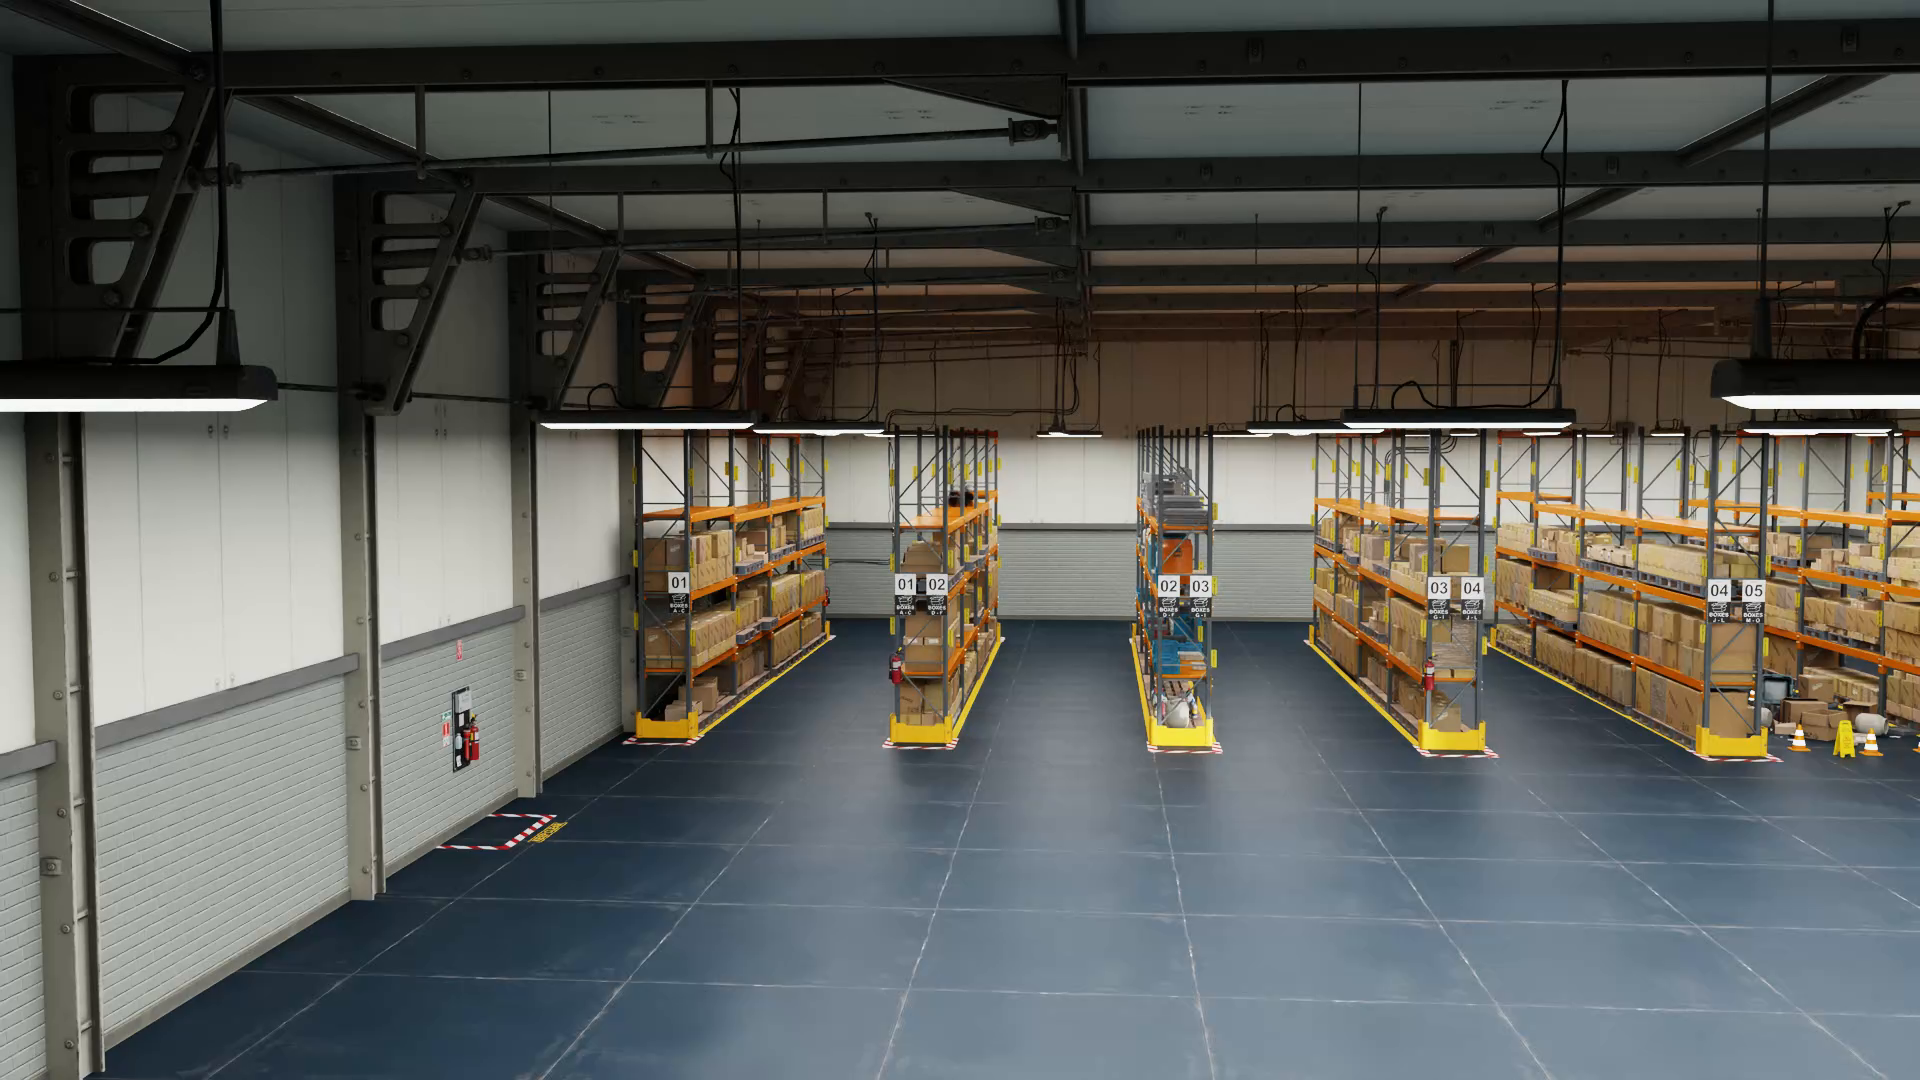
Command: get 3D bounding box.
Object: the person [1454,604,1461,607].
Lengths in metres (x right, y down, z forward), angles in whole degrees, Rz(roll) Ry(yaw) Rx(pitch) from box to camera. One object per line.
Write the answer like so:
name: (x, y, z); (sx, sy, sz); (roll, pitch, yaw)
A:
person: (14.031, 2.067, 46.814); (0.867, 1.678, 0.657); (-2, 4, -24)
